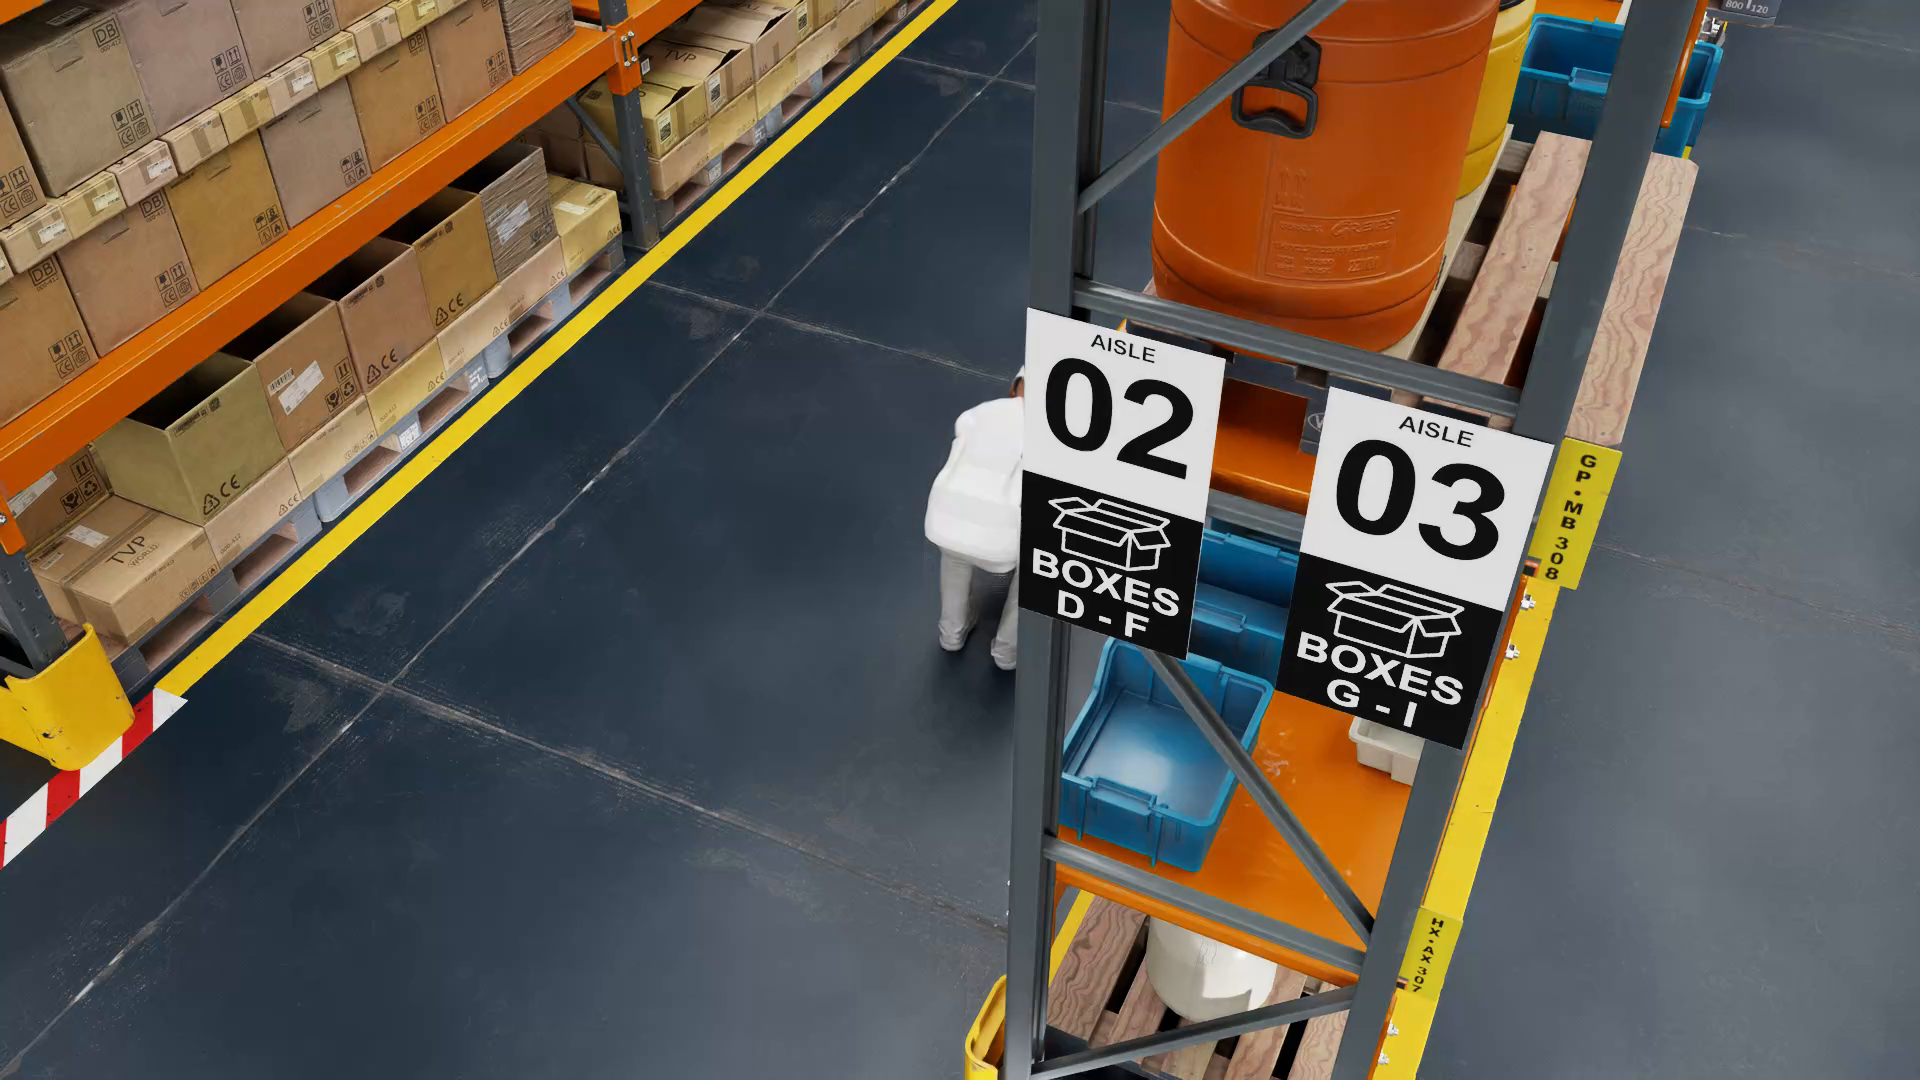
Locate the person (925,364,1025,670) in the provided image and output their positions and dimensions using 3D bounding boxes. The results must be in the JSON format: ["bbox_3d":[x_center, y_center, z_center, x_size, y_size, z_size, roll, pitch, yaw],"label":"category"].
[{"bbox_3d":[0.182,-0.091,6.779,0.515,1.051,0.967,15,44,17],"label":"person"}]
